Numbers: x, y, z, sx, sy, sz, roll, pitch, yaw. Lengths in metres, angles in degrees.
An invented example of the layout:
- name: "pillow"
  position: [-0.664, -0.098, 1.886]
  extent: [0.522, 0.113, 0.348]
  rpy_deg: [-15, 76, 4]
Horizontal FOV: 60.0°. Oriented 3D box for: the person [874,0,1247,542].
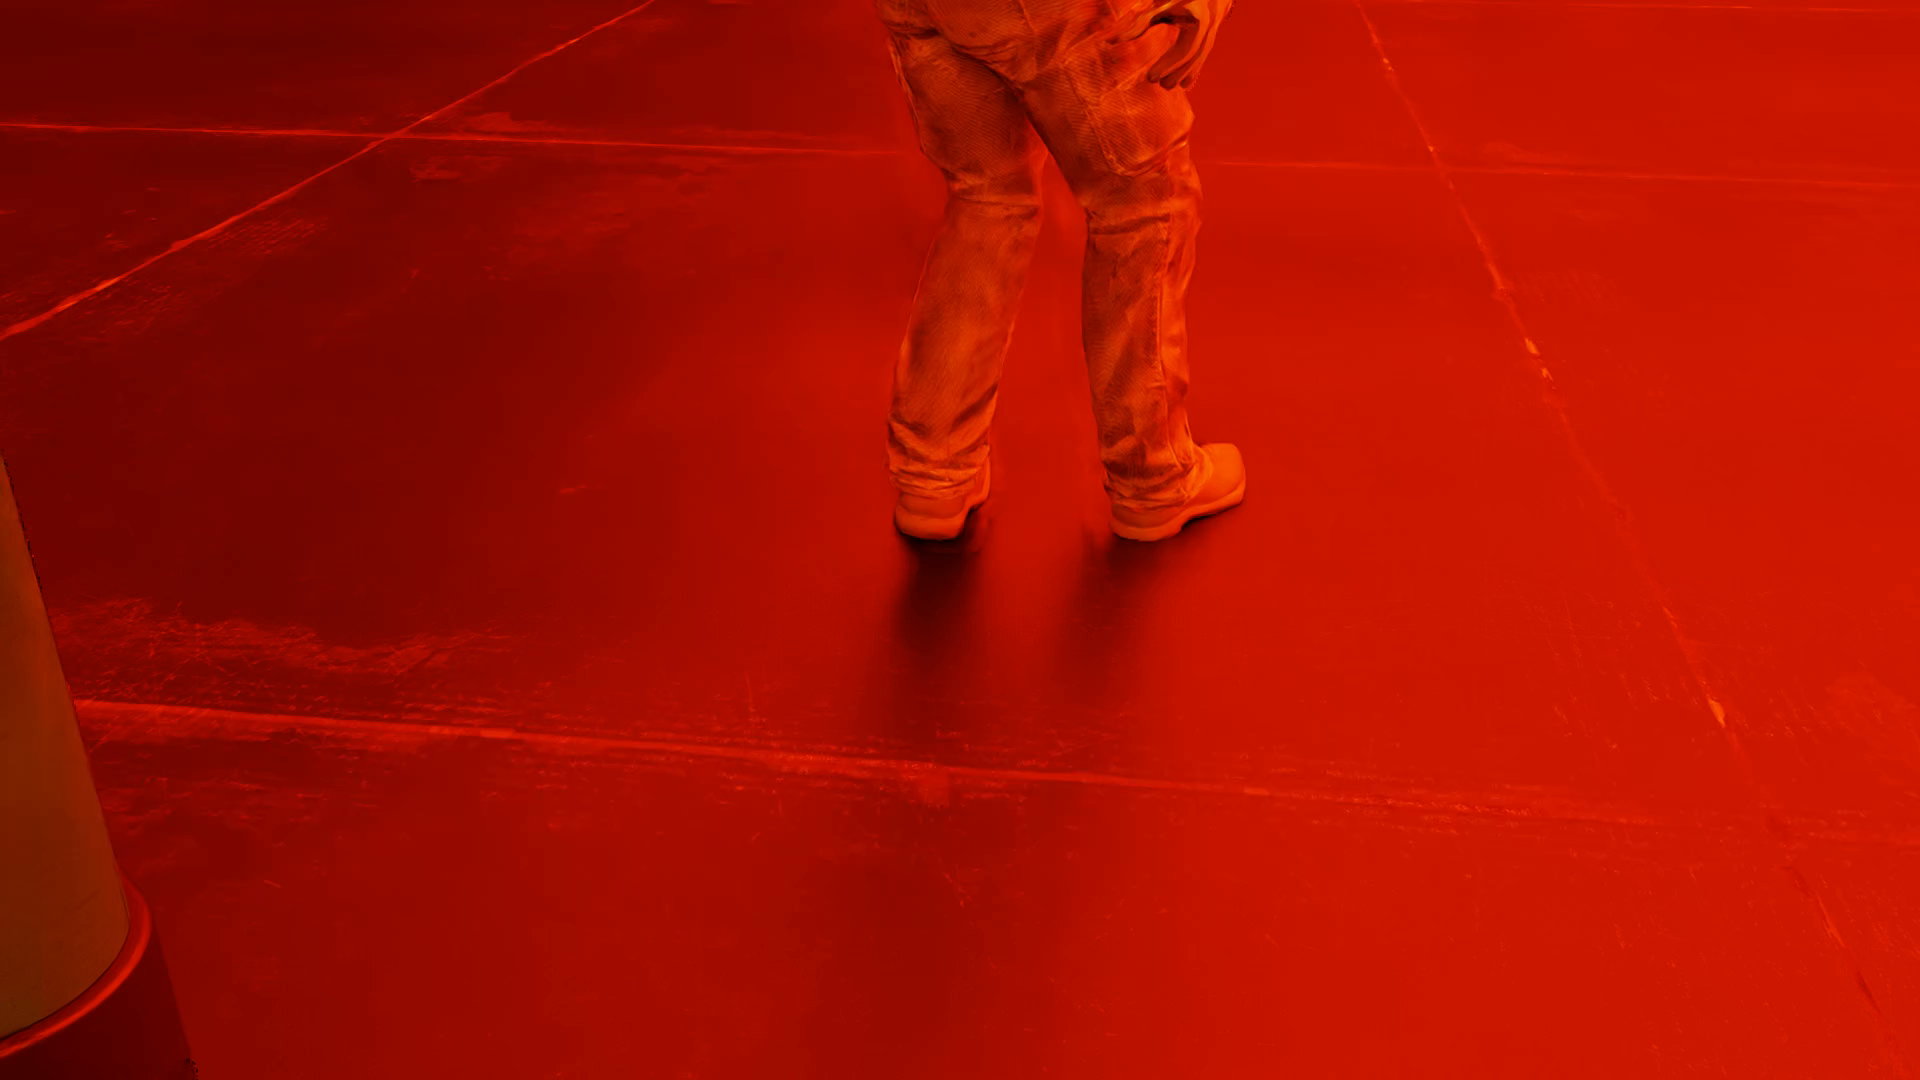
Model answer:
- name: "person"
  position: [0.130, -0.826, 2.212]
  extent: [0.651, 1.760, 0.727]
  rpy_deg: [-20, 33, -34]
